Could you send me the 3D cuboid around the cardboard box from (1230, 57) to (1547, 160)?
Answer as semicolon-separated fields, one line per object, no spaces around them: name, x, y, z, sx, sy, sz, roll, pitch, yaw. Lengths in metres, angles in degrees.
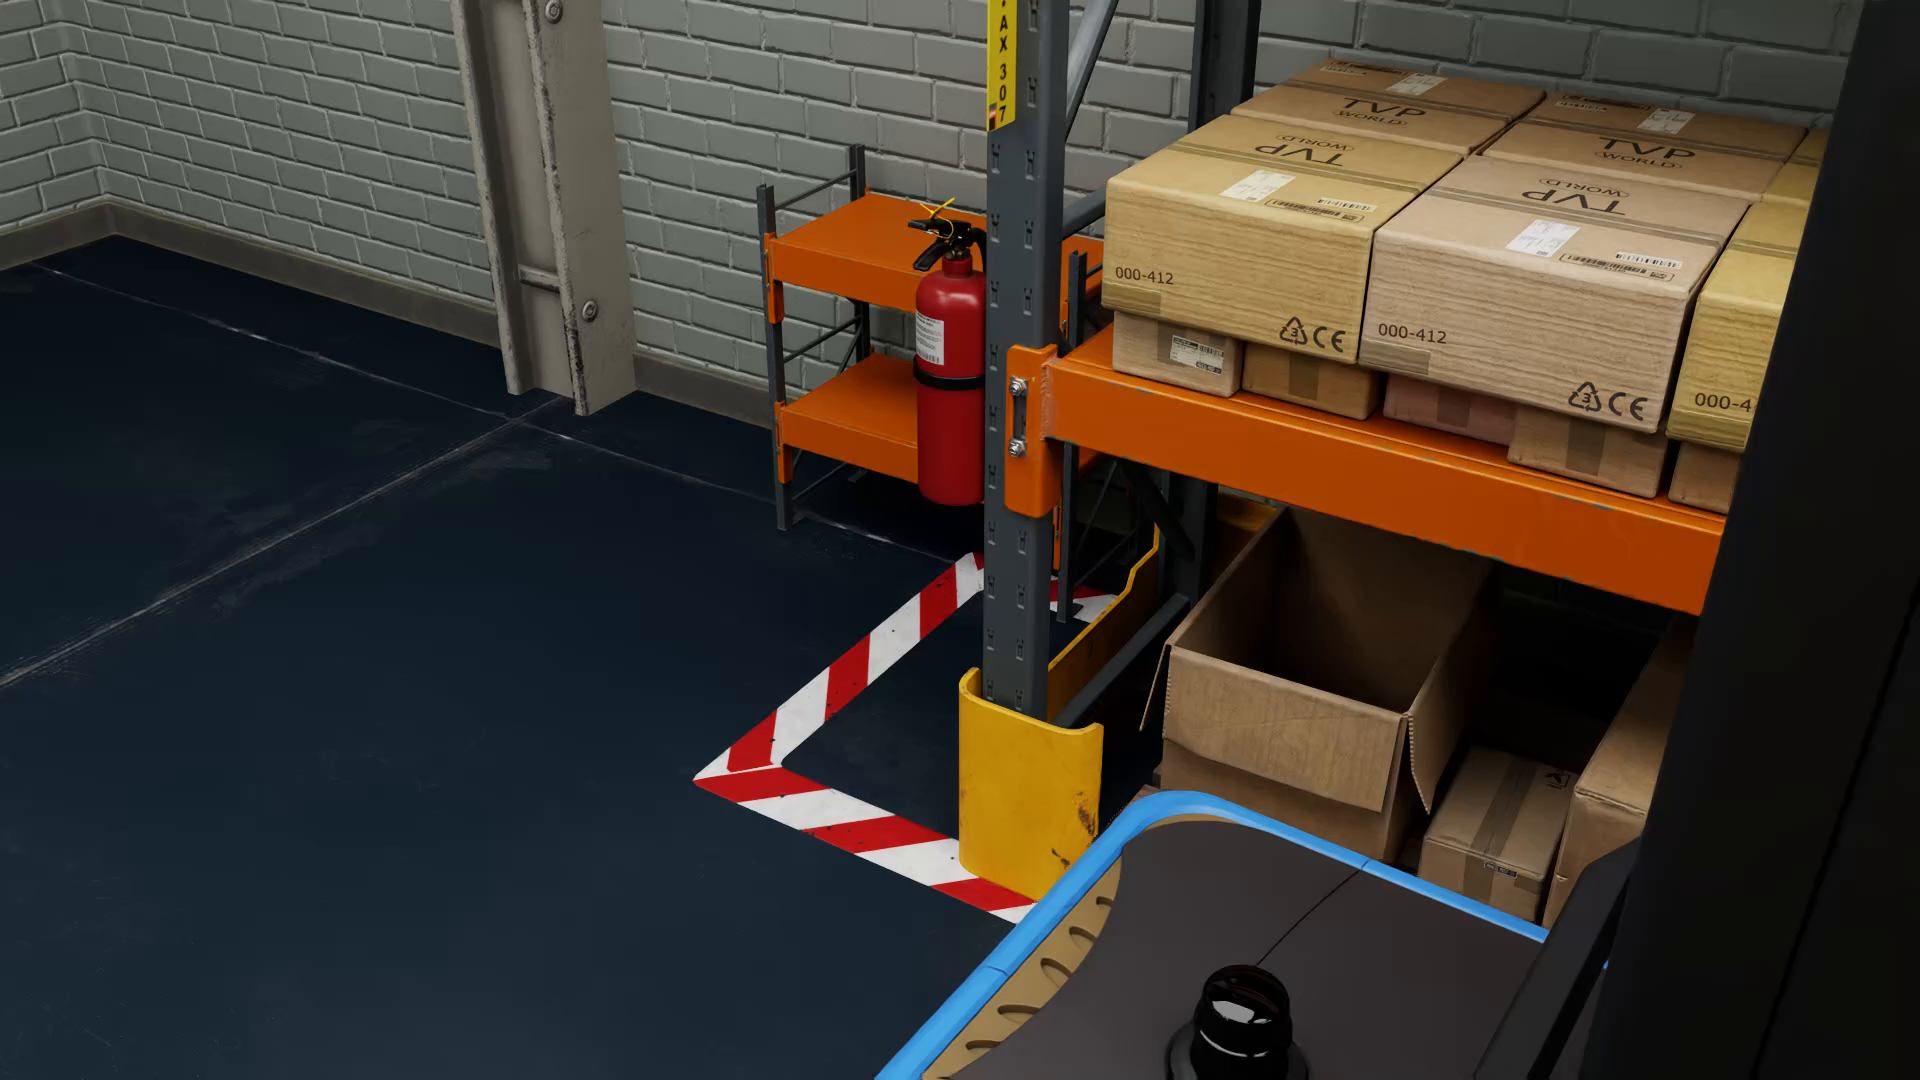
cardboard box;0.896;-0.807;3.511;0.500;0.250;0.500;19;35;29

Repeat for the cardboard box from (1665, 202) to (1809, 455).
cardboard box;1.464;-0.311;2.661;0.500;0.250;0.500;17;34;26

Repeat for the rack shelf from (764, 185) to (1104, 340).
rack shelf;-0.006;-0.740;4.821;1.000;0.278;0.538;17;35;27

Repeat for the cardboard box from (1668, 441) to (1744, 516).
cardboard box;1.388;-0.173;2.820;0.250;0.149;0.380;18;35;28

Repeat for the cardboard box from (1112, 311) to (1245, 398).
cardboard box;0.497;-0.440;3.277;0.250;0.149;0.380;17;34;27

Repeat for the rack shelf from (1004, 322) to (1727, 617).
rack shelf;2.059;0.093;2.828;4.000;0.370;1.077;18;35;27

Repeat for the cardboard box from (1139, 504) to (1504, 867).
cardboard box;0.832;0.348;3.738;0.637;0.503;0.797;16;34;25

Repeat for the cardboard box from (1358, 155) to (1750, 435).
cardboard box;1.033;-0.446;2.891;0.500;0.250;0.500;18;35;28

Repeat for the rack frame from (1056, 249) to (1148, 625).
rack frame;0.425;-0.351;4.736;0.032;1.125;0.500;17;35;27

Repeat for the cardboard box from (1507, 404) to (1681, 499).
cardboard box;1.160;-0.242;2.938;0.250;0.149;0.380;19;35;29

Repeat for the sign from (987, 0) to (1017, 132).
sign;0.076;-0.896;2.950;0.005;0.325;0.100;18;35;27

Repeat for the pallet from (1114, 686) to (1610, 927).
pallet;1.105;0.685;3.867;1.213;0.211;1.003;18;35;27

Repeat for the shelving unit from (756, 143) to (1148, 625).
shelving unit;-0.006;-0.487;4.968;1.048;1.125;0.538;17;35;27

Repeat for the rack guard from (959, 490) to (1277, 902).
rack guard;0.429;0.347;4.160;0.348;0.500;1.175;18;35;27

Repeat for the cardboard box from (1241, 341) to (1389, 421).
cardboard box;0.737;-0.392;3.194;0.250;0.149;0.380;18;35;29

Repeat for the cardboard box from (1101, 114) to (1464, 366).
cardboard box;0.606;-0.581;3.122;0.500;0.250;0.500;18;35;28

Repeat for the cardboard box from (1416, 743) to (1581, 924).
cardboard box;1.172;0.631;3.604;0.250;0.149;0.380;16;34;25

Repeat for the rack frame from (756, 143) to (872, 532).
rack frame;-0.437;-0.623;5.201;0.032;1.125;0.500;17;35;27

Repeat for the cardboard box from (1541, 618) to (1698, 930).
cardboard box;1.536;0.595;3.318;0.500;0.500;0.700;19;35;29

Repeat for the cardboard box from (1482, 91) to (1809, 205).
cardboard box;1.332;-0.669;3.273;0.500;0.250;0.500;18;35;27

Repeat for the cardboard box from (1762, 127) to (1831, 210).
cardboard box;1.749;-0.534;3.042;0.500;0.250;0.500;19;35;29

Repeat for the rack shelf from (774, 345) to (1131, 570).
rack shelf;-0.006;-0.276;5.092;1.000;0.278;0.538;17;35;27

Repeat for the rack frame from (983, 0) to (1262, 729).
rack frame;0.365;-0.754;3.565;0.127;3.000;1.000;18;35;27

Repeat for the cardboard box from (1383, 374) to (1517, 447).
cardboard box;0.978;-0.336;3.098;0.250;0.149;0.380;17;34;27

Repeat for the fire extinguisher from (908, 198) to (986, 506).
fire extinguisher;-0.005;-0.401;3.408;0.183;0.674;0.296;18;35;27

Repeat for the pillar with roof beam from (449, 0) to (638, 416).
pillar with roof beam;-3.728;-2.614;0.801;0.400;9.000;9.100;18;35;27
